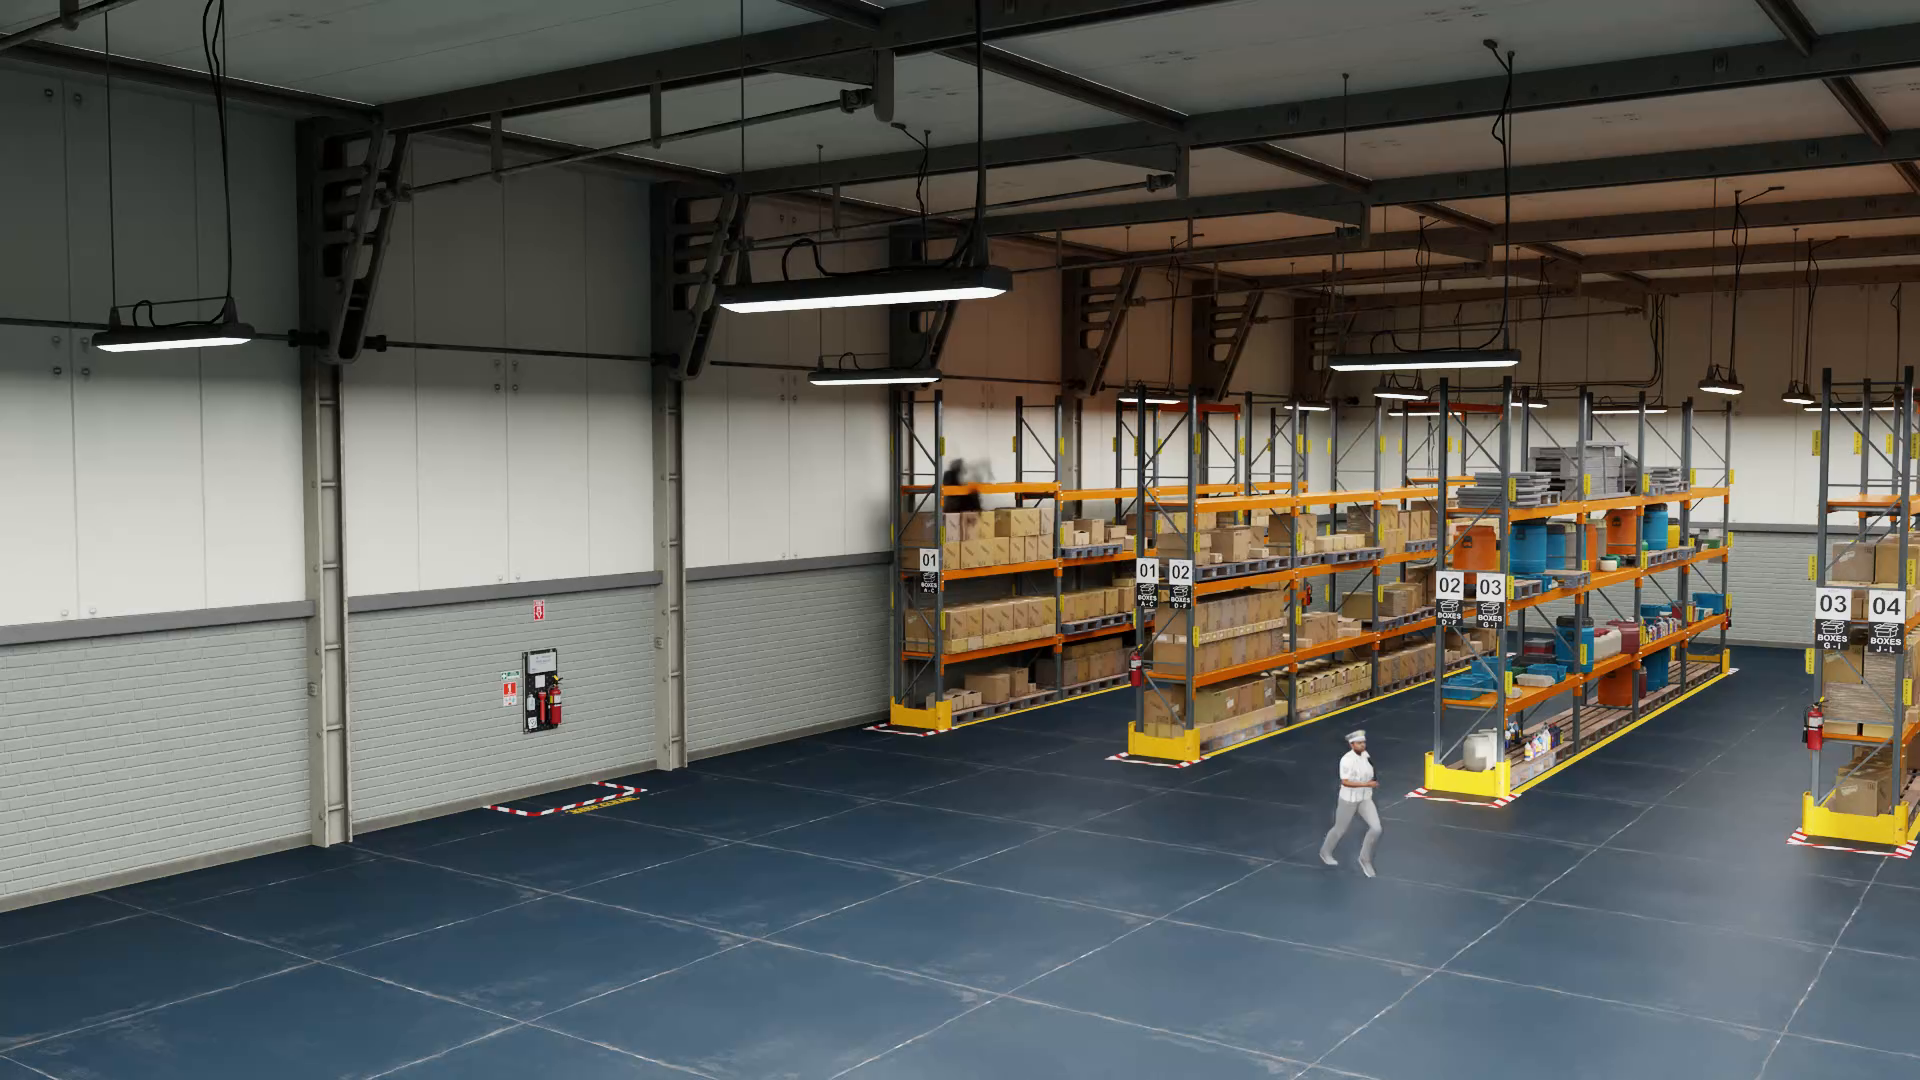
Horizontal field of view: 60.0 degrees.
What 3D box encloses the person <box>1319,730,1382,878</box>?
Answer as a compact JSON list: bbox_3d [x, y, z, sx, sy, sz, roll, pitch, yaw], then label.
[{"bbox_3d":[4.630,3.065,19.492,0.582,1.728,0.877,-2,4,-28],"label":"person"}]
